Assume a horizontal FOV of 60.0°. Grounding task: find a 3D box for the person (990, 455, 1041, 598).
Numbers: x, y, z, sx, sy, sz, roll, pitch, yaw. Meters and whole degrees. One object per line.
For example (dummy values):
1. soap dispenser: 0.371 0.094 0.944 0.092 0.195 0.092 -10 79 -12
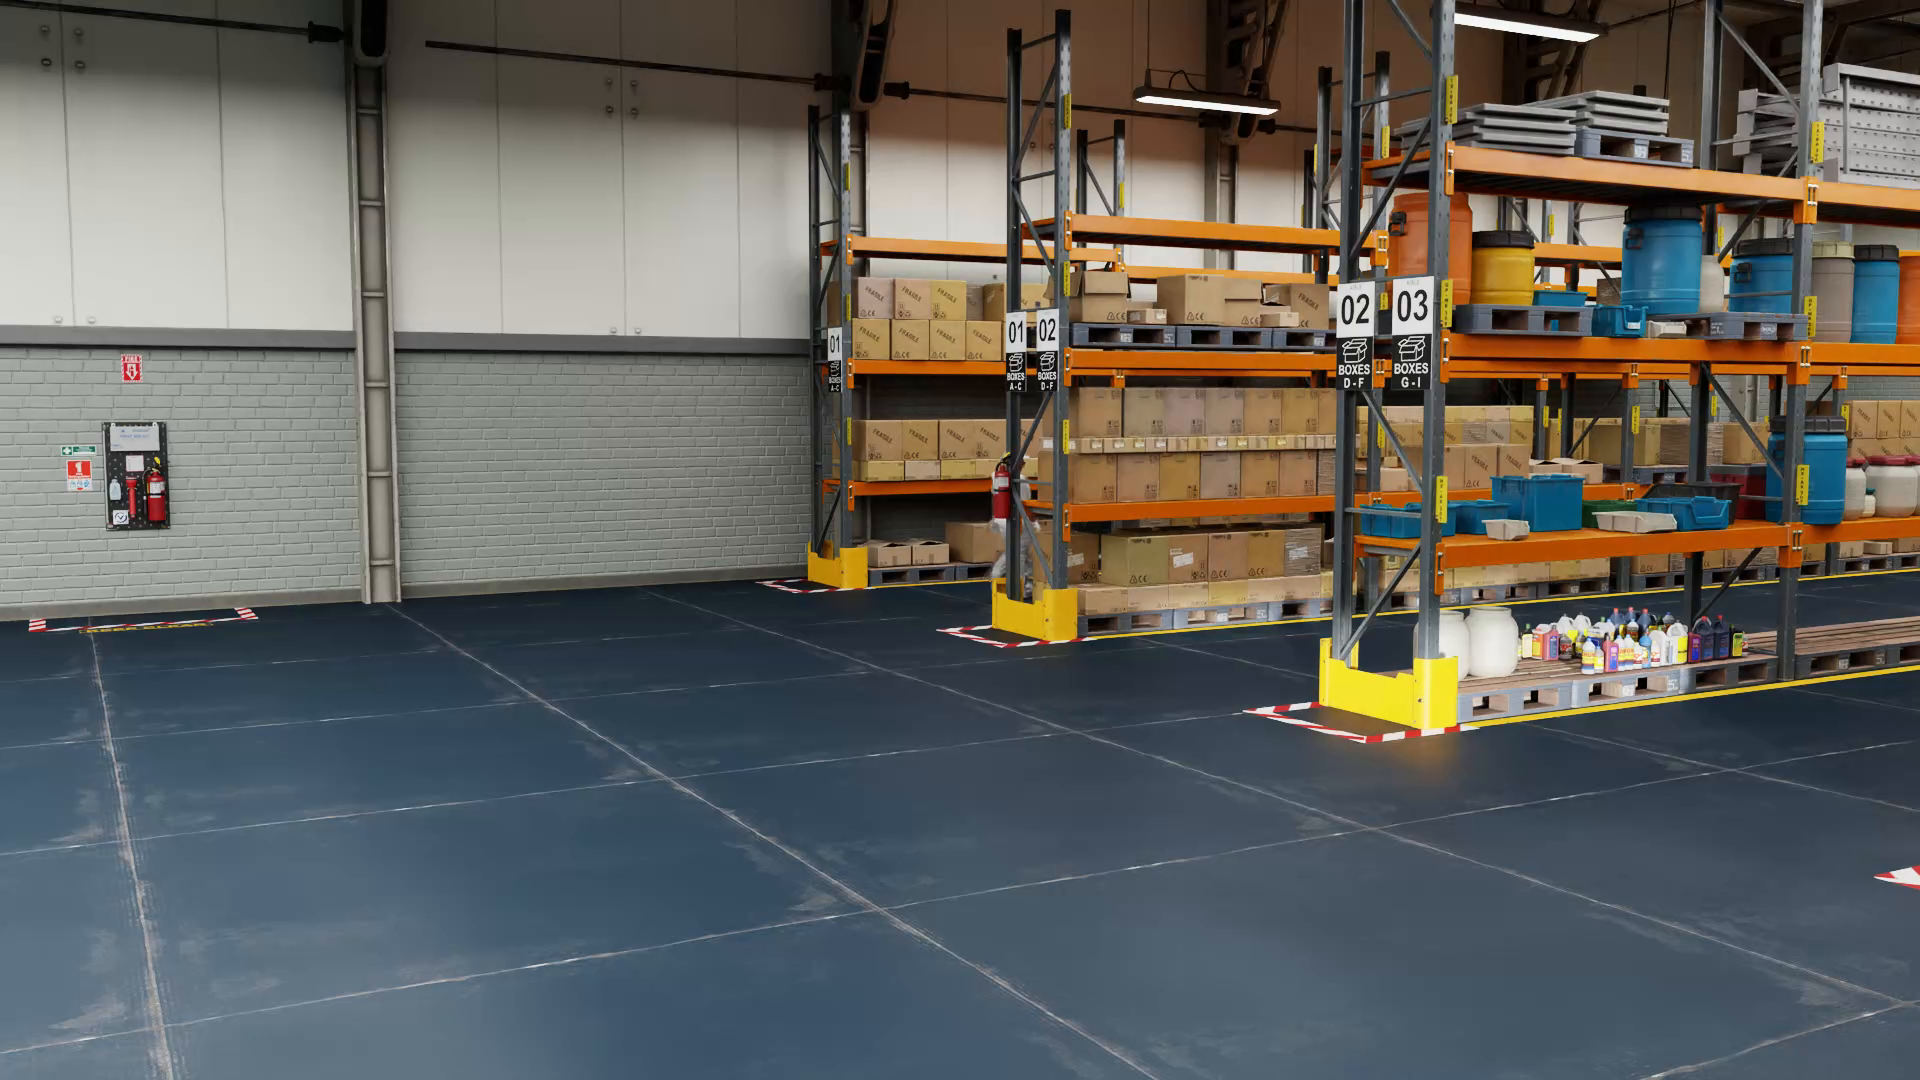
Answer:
1. person: 0.693 -0.204 19.315 0.655 1.773 0.639 -4 6 -38
